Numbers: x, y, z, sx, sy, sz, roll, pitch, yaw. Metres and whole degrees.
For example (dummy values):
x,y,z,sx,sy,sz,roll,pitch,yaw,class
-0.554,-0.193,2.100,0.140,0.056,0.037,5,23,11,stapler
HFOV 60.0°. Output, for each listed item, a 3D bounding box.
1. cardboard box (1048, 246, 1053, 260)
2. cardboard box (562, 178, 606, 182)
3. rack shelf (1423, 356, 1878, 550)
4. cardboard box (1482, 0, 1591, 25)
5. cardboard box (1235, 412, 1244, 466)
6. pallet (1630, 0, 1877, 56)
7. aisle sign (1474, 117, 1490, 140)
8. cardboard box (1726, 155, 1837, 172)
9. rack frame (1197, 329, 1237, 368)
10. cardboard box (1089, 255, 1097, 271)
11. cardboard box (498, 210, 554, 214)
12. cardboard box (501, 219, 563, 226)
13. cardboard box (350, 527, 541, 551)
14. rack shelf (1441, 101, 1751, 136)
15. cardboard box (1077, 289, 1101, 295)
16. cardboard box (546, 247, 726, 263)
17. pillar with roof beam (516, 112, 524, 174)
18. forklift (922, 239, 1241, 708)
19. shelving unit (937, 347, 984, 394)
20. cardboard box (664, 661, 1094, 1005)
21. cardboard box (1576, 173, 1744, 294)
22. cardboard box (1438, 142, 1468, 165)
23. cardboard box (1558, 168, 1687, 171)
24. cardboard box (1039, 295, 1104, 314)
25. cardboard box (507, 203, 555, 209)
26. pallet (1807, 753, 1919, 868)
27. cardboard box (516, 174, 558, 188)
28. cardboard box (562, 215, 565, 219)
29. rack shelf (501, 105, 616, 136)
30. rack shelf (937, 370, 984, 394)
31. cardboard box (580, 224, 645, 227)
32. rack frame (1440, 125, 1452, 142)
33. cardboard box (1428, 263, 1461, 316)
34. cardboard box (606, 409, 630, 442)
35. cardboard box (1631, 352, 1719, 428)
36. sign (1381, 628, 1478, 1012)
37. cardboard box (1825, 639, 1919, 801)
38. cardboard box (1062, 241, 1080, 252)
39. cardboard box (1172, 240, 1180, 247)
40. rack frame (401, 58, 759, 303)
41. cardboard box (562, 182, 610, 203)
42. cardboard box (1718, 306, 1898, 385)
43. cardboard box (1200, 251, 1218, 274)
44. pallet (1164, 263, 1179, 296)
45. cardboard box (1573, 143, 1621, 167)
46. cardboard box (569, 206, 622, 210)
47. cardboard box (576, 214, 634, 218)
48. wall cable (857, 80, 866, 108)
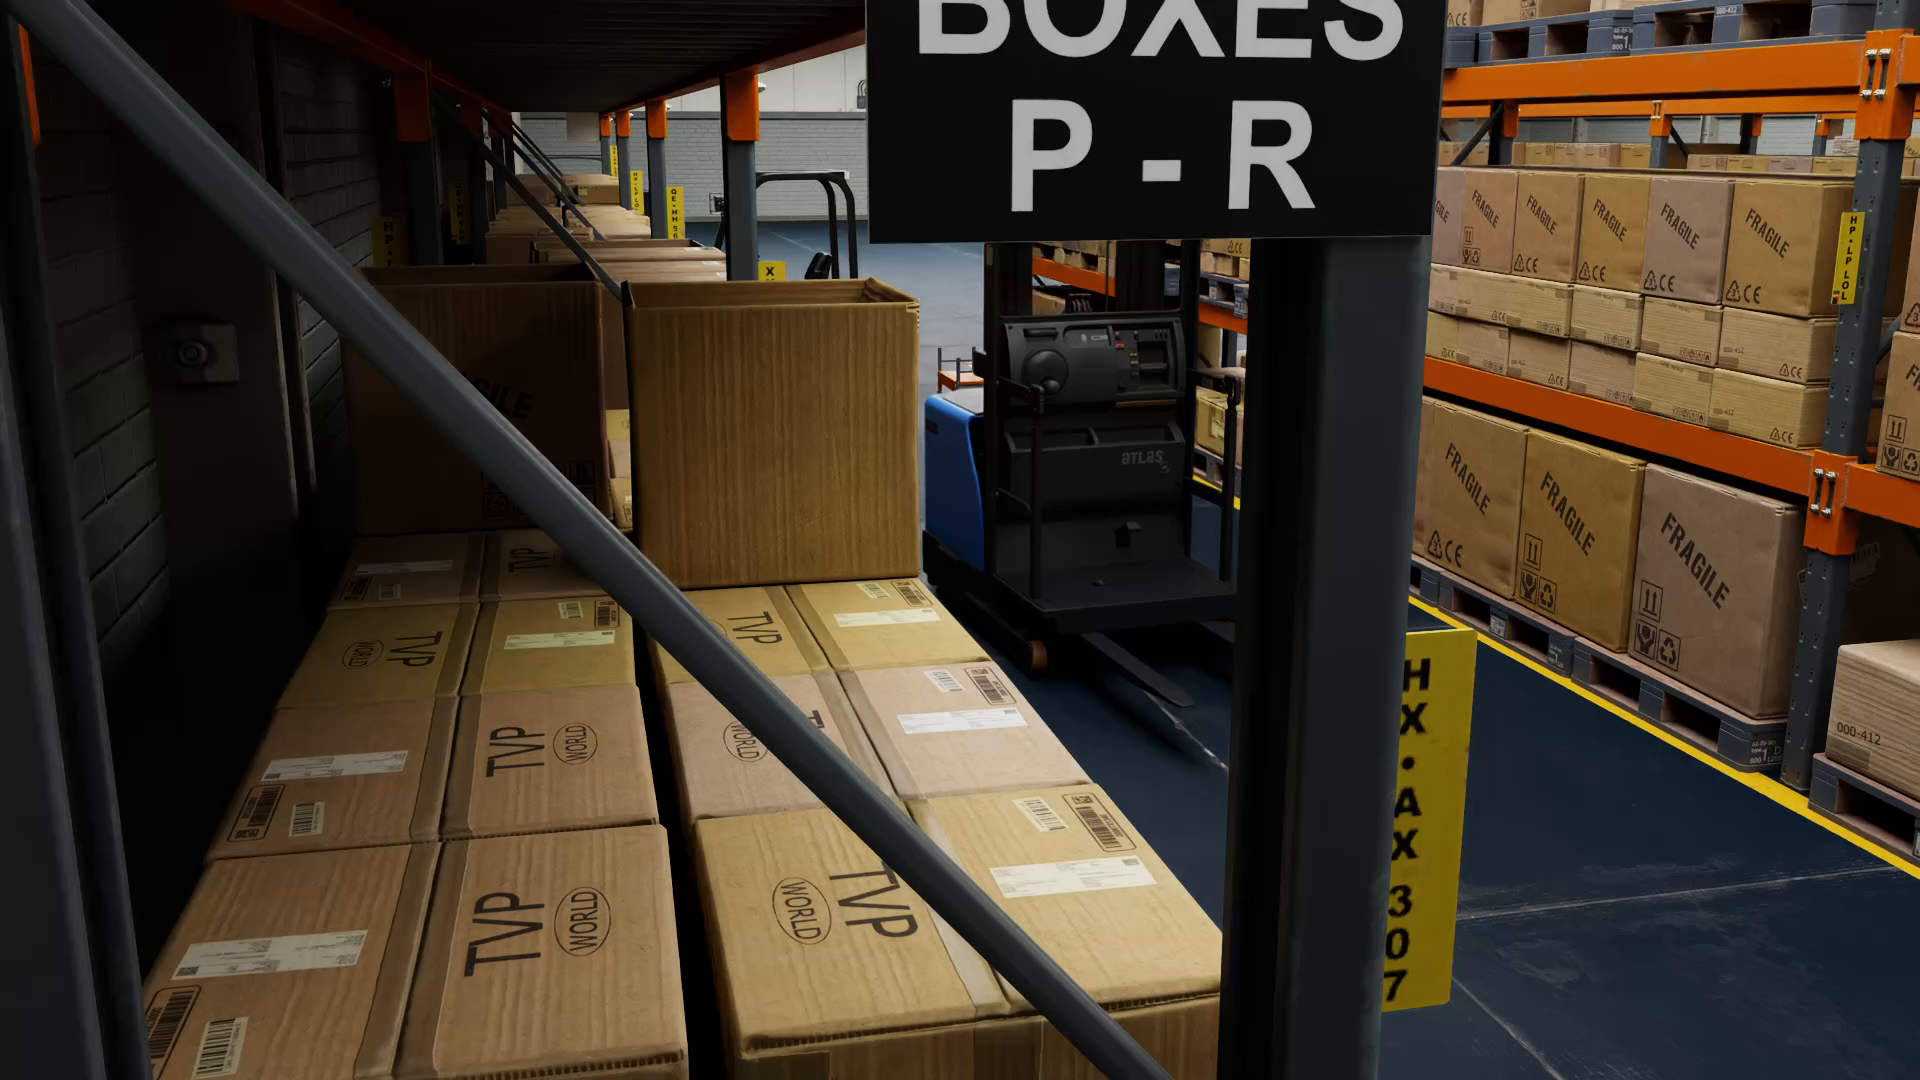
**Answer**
x,y,z,sx,sy,sz,roll,pitch,yaw,class
1.062,-2.776,15.997,0.380,0.149,0.250,-3,14,-11,cardboard box
-3.229,-3.034,14.323,0.380,0.149,0.250,-3,14,-13,cardboard box
3.246,-0.631,8.205,1.077,0.370,4.000,-3,14,-13,rack shelf
3.194,-2.934,8.698,0.700,0.500,0.500,-4,14,-16,cardboard box
2.473,-0.670,11.500,0.950,0.372,0.625,-4,14,-14,cardboard box
3.453,-2.092,6.752,0.805,0.209,1.217,-4,14,-15,pallet
5.961,-4.882,18.613,0.394,0.787,0.004,-3,14,-13,aisle sign
6.870,-2.965,13.926,0.700,0.500,0.500,-4,14,-14,cardboard box
1.837,-2.364,13.785,1.000,3.000,0.127,-3,14,-13,rack frame
1.370,-2.479,14.785,0.380,0.149,0.250,-3,14,-14,cardboard box
-3.043,-2.235,11.678,0.380,0.149,0.250,-3,14,-13,cardboard box
-2.700,-1.945,10.489,0.380,0.149,0.250,-3,14,-12,cardboard box
-1.010,0.051,3.588,0.500,0.250,0.500,-3,14,-12,cardboard box
6.155,-4.233,16.627,1.077,0.370,4.000,-3,14,-13,rack shelf
1.465,-2.229,16.560,0.500,0.500,0.500,-3,14,-11,cardboard box
-1.310,-0.919,6.771,0.700,0.500,0.500,-3,14,-13,cardboard box
-7.500,-12.874,44.161,9.100,9.000,0.400,-3,14,-13,pillar with roof beam
0.736,-0.899,7.931,1.130,2.935,3.031,-5,14,-18,forklift
0.039,-0.545,10.128,0.258,1.200,0.503,-3,14,-13,shelving unit
-0.132,0.374,2.266,0.500,0.250,0.500,-3,14,-13,cardboard box
3.138,-1.379,7.435,0.500,0.500,0.500,-3,14,-11,cardboard box
5.735,-4.096,18.281,0.875,0.550,0.550,-3,14,-13,cardboard box
3.391,-1.638,8.496,0.500,0.500,0.500,-3,14,-13,cardboard box
1.062,-2.076,15.934,0.500,0.500,0.500,-3,14,-12,cardboard box
-3.312,-2.510,12.805,0.380,0.149,0.250,-3,14,-13,cardboard box
3.819,1.016,5.826,1.003,0.211,1.213,-3,14,-13,pallet
-4.055,-3.428,15.936,0.380,0.149,0.250,-4,14,-14,cardboard box
-3.096,-2.488,14.081,0.500,0.500,0.500,-3,14,-14,cardboard box
-3.456,-3.656,14.267,1.077,0.370,4.000,-3,14,-13,rack shelf
0.039,-0.926,10.035,0.258,0.148,0.480,-3,14,-13,rack shelf
-2.059,-1.797,9.884,0.380,0.149,0.250,-3,14,-13,cardboard box
5.686,-3.586,18.786,1.000,3.000,0.127,-3,14,-13,rack frame
2.776,-1.362,8.943,0.500,0.250,0.500,-3,14,-12,cardboard box
-0.751,-0.209,4.652,0.500,0.250,0.500,-3,14,-12,cardboard box
3.247,-0.653,7.096,0.500,0.250,0.500,-3,14,-14,cardboard box
0.359,0.231,1.339,0.100,0.325,0.005,-3,14,-13,sign
3.759,0.673,5.868,0.875,0.438,0.875,-3,14,-14,cardboard box
1.237,-2.884,15.074,0.500,0.500,0.500,-3,14,-12,cardboard box
1.890,-2.407,12.237,0.500,0.500,0.500,-3,14,-14,cardboard box
-1.108,-0.241,5.095,1.000,3.000,0.127,-3,14,-13,rack frame
-2.940,-2.739,13.116,0.380,0.149,0.250,-3,14,-12,cardboard box
3.376,-0.777,6.550,0.500,0.250,0.500,-3,14,-13,cardboard box
1.939,-1.999,11.934,0.380,0.149,0.250,-3,14,-11,cardboard box
1.875,-2.087,13.053,1.003,0.211,1.213,-3,14,-13,pallet
6.330,-3.469,15.713,0.875,0.550,0.550,-3,14,-13,cardboard box
-2.691,-2.384,12.288,0.380,0.149,0.250,-3,14,-11,cardboard box
-2.362,-2.091,11.088,0.380,0.149,0.250,-3,14,-13,cardboard box
-1.859,-15.565,48.009,2.305,6.003,0.169,-3,14,-13,wall cable
